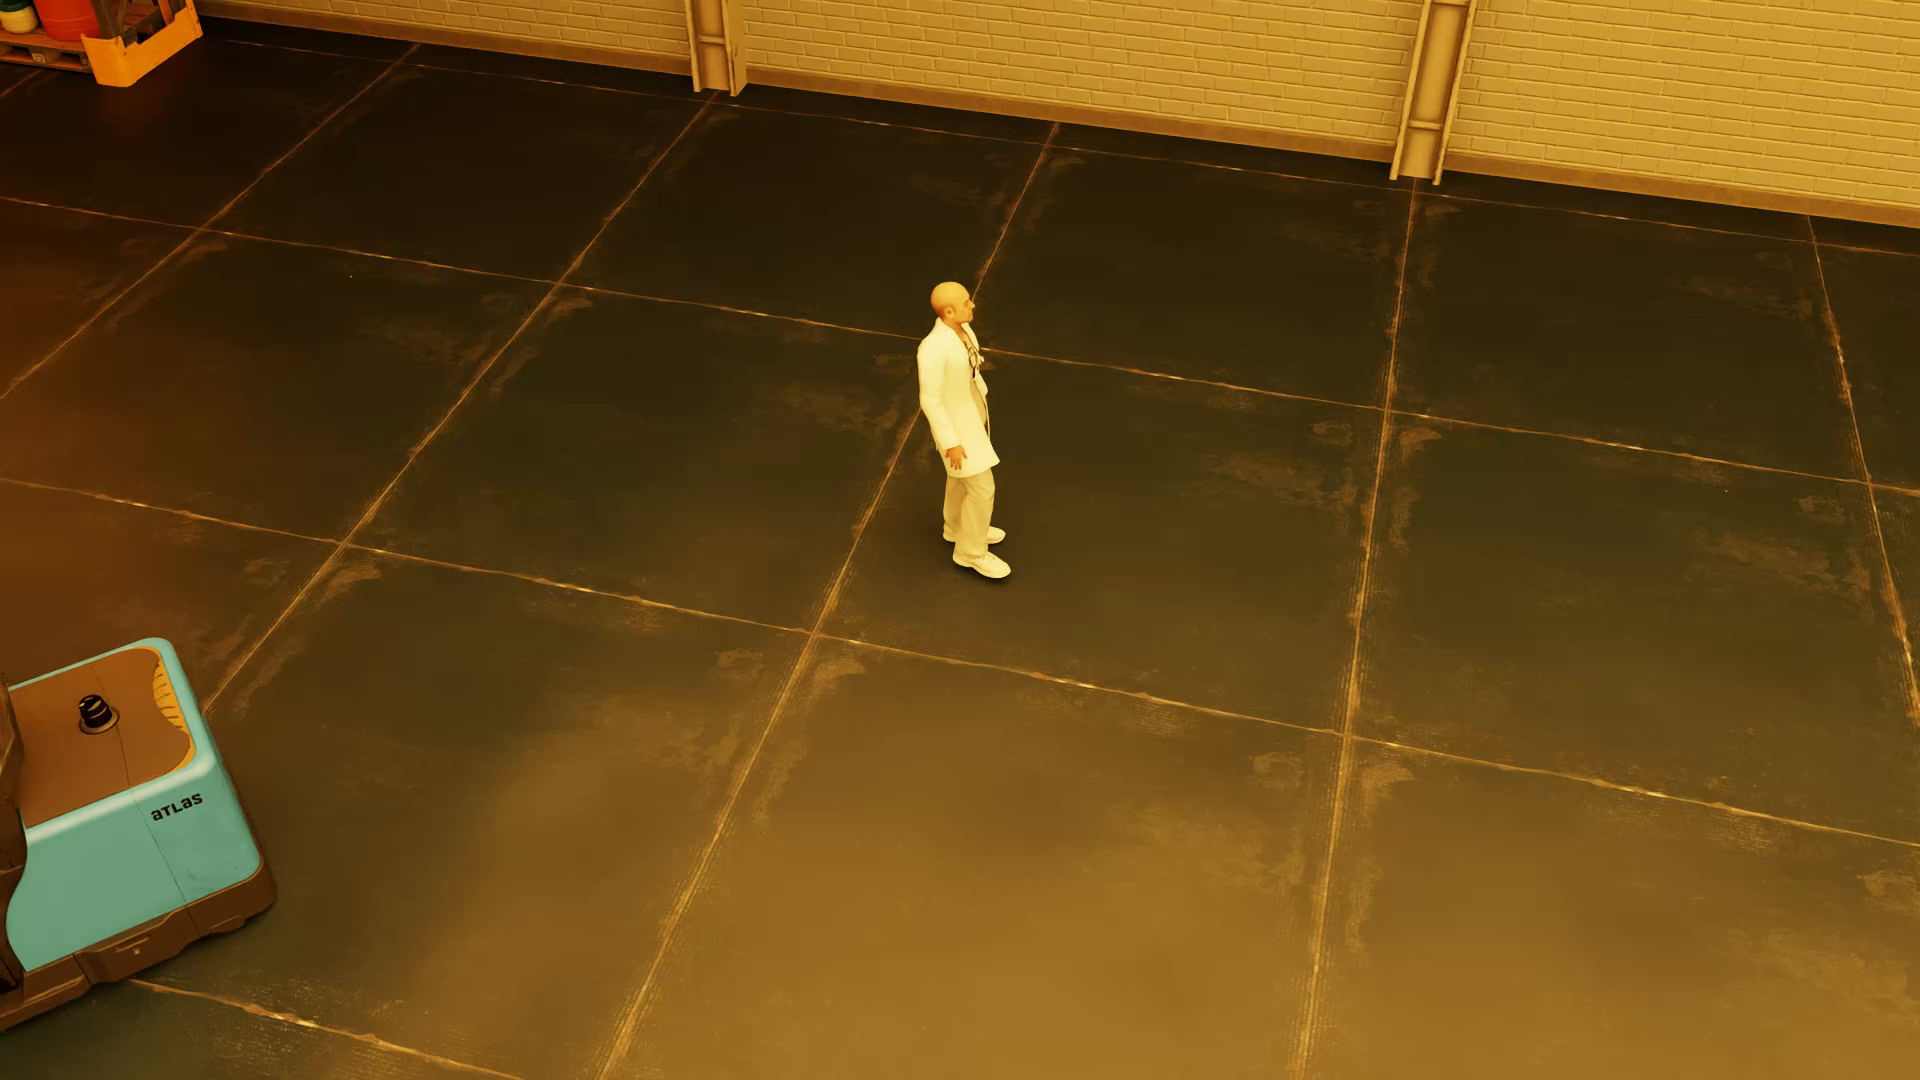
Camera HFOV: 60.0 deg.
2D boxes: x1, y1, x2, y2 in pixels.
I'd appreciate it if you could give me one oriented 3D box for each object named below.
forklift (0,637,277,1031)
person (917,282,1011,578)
[{"bbox_3d":[-4.817,0.934,6.797,3.031,2.935,1.130,-23,46,-24],"label":"forklift"},{"bbox_3d":[0.086,-0.656,9.473,0.582,1.775,0.696,10,42,11],"label":"person"}]
